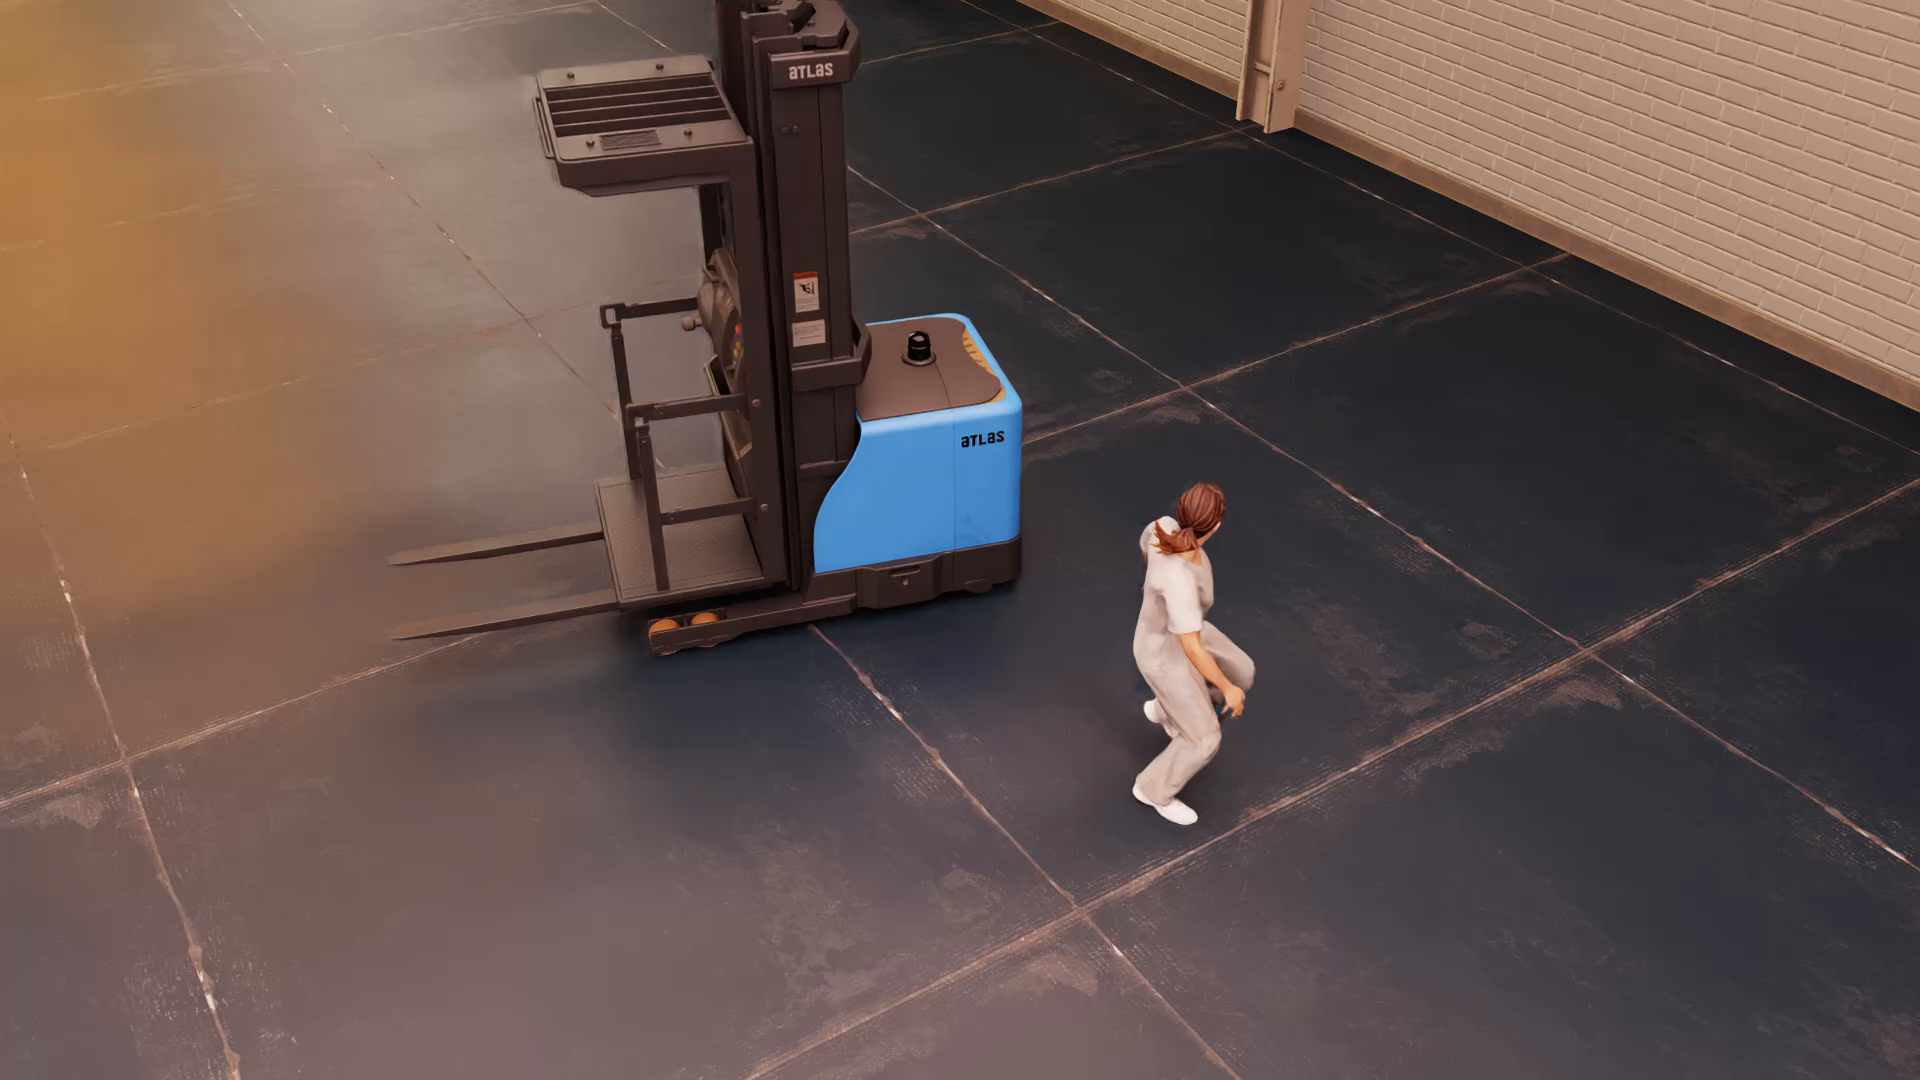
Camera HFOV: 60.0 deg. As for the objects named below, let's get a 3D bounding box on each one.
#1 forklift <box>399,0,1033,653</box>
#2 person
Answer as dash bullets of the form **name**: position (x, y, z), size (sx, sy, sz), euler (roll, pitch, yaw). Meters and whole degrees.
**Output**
- **forklift**: position (-1.220, -1.000, 7.571), size (3.031, 2.935, 1.130), euler (-10, 36, -13)
- **person**: position (0.949, 0.452, 6.681), size (0.655, 1.617, 0.616), euler (13, 37, 18)
